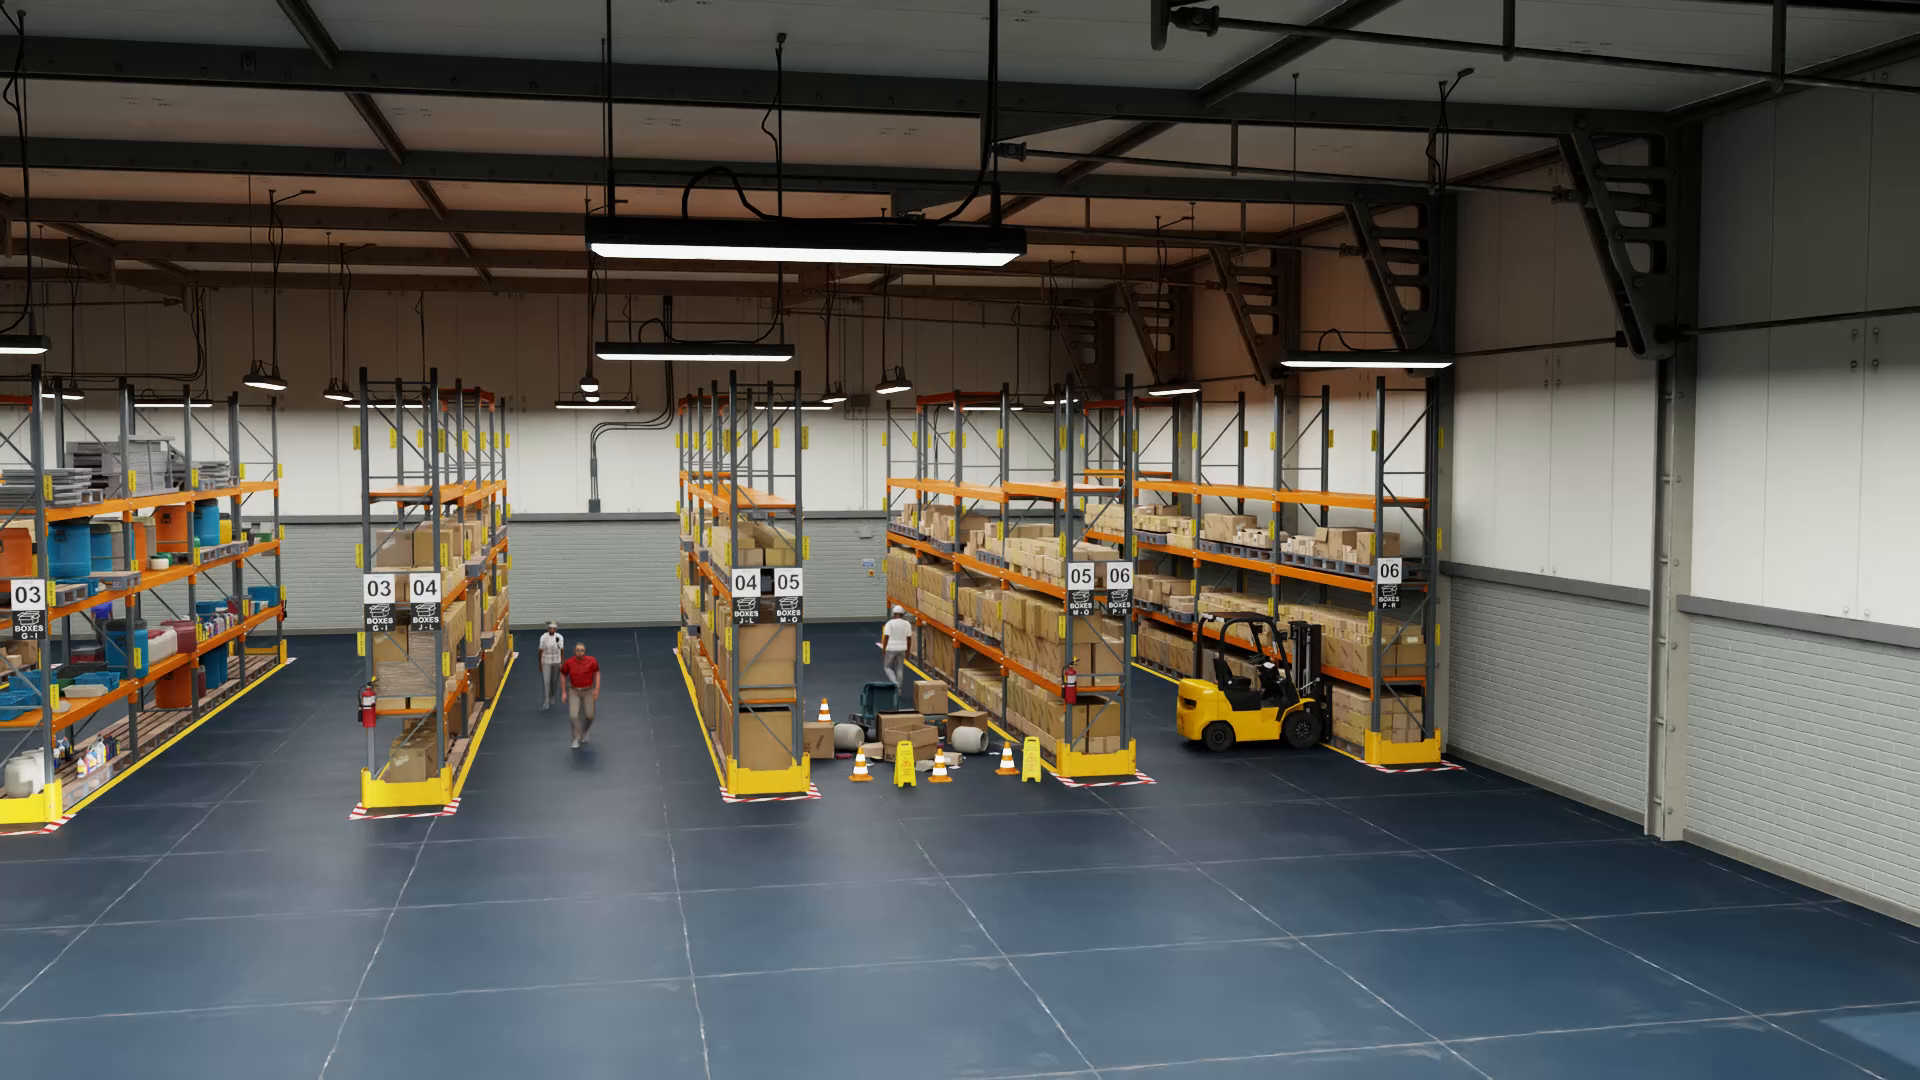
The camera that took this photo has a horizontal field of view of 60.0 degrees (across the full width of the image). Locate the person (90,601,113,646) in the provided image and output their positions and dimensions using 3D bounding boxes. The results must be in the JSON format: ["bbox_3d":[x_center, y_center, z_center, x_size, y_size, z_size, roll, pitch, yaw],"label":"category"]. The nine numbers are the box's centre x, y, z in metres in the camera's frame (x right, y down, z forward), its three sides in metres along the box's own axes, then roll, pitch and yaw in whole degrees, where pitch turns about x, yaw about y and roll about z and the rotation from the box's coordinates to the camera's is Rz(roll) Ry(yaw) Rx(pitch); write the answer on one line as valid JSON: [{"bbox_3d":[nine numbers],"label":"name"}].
[{"bbox_3d":[-19.723,1.907,38.233,0.416,1.595,1.045,-1,3,-13],"label":"person"}]

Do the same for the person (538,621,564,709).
[{"bbox_3d":[-7.656,2.312,31.119,0.508,1.630,0.915,-2,4,-26],"label":"person"}]

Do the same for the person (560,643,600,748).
[{"bbox_3d":[-6.257,2.528,27.416,0.636,1.713,0.619,-1,3,-12],"label":"person"}]

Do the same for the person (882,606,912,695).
[{"bbox_3d":[-1.234,2.172,32.622,0.611,1.759,0.489,-1,4,-21],"label":"person"}]
